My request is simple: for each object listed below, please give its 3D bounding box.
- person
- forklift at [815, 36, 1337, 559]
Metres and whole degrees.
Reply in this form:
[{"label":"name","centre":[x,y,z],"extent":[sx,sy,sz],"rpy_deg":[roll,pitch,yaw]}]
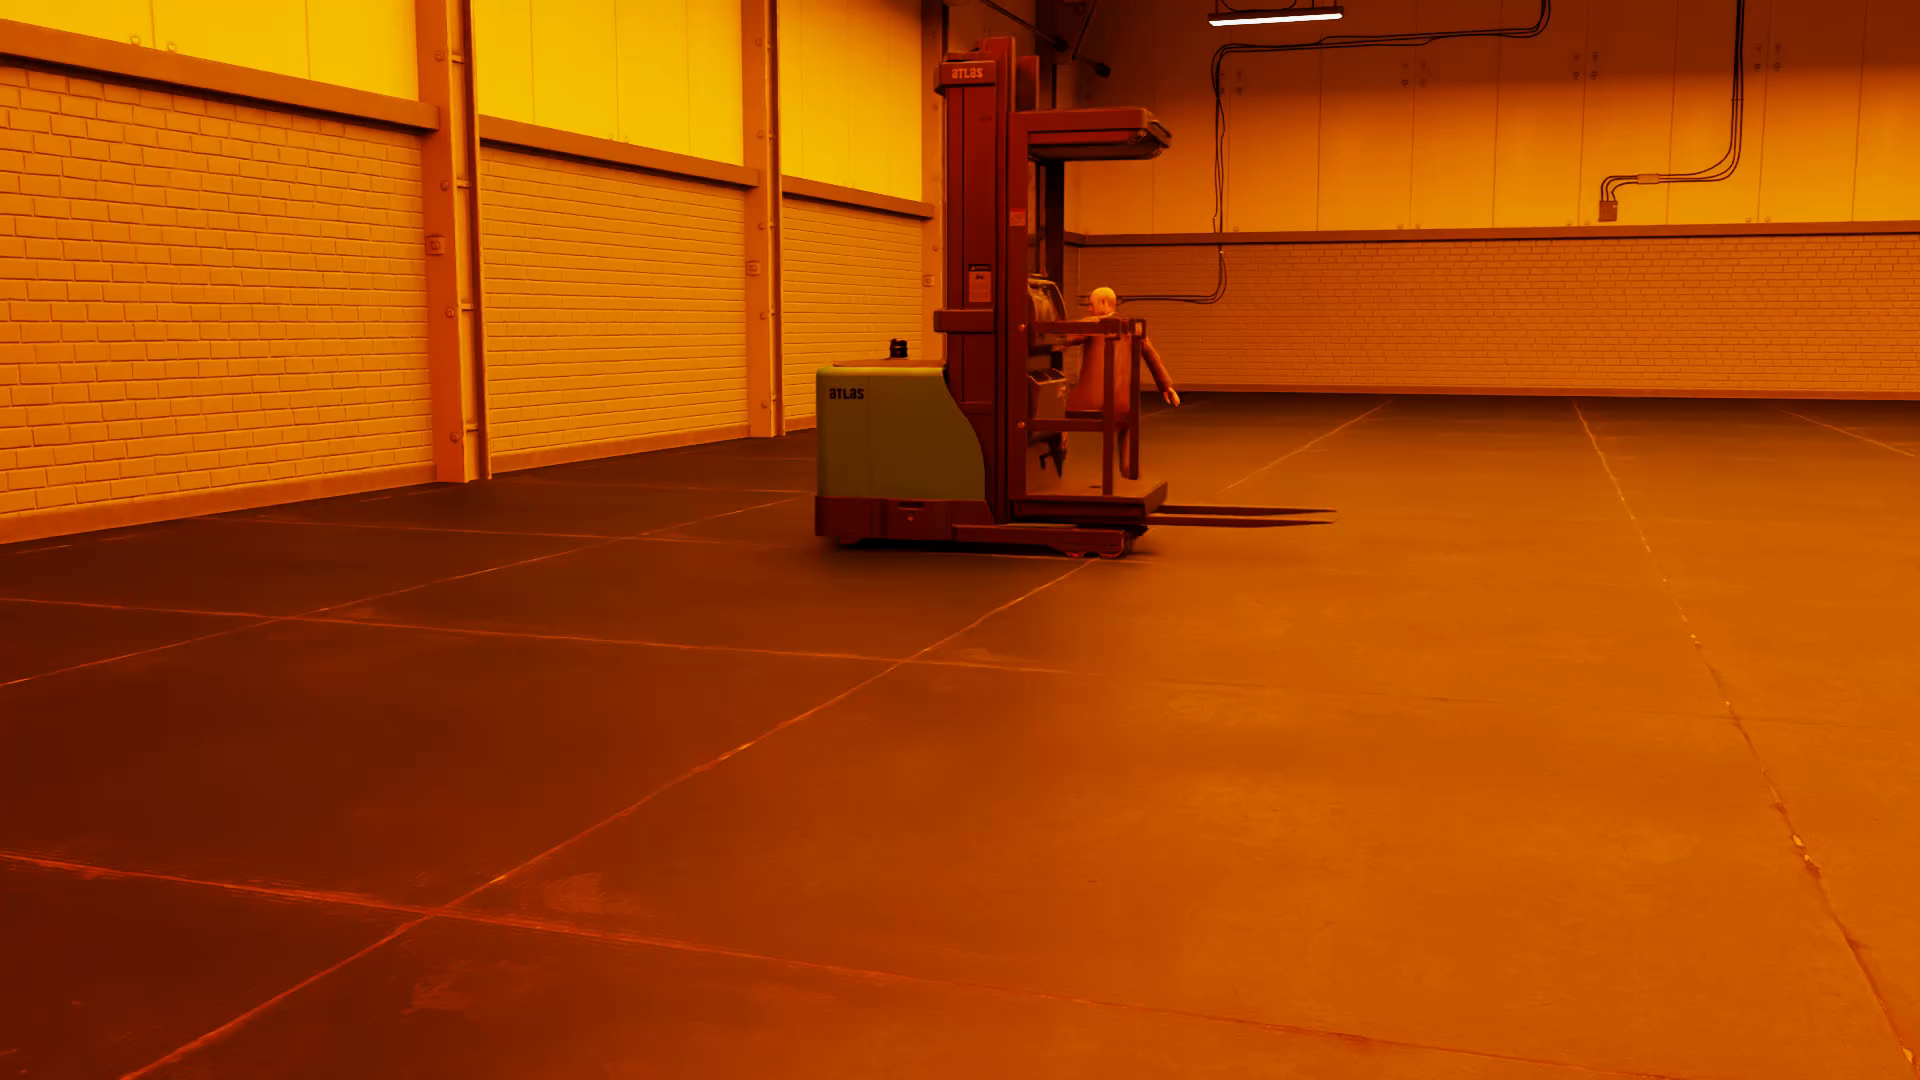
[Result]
[{"label":"person","centre":[1.166,-1.156,13.113],"extent":[1.177,1.662,0.542],"rpy_deg":[-2,8,-12]},{"label":"forklift","centre":[0.708,-1.422,9.844],"extent":[3.031,2.935,1.130],"rpy_deg":[2,8,14]}]
